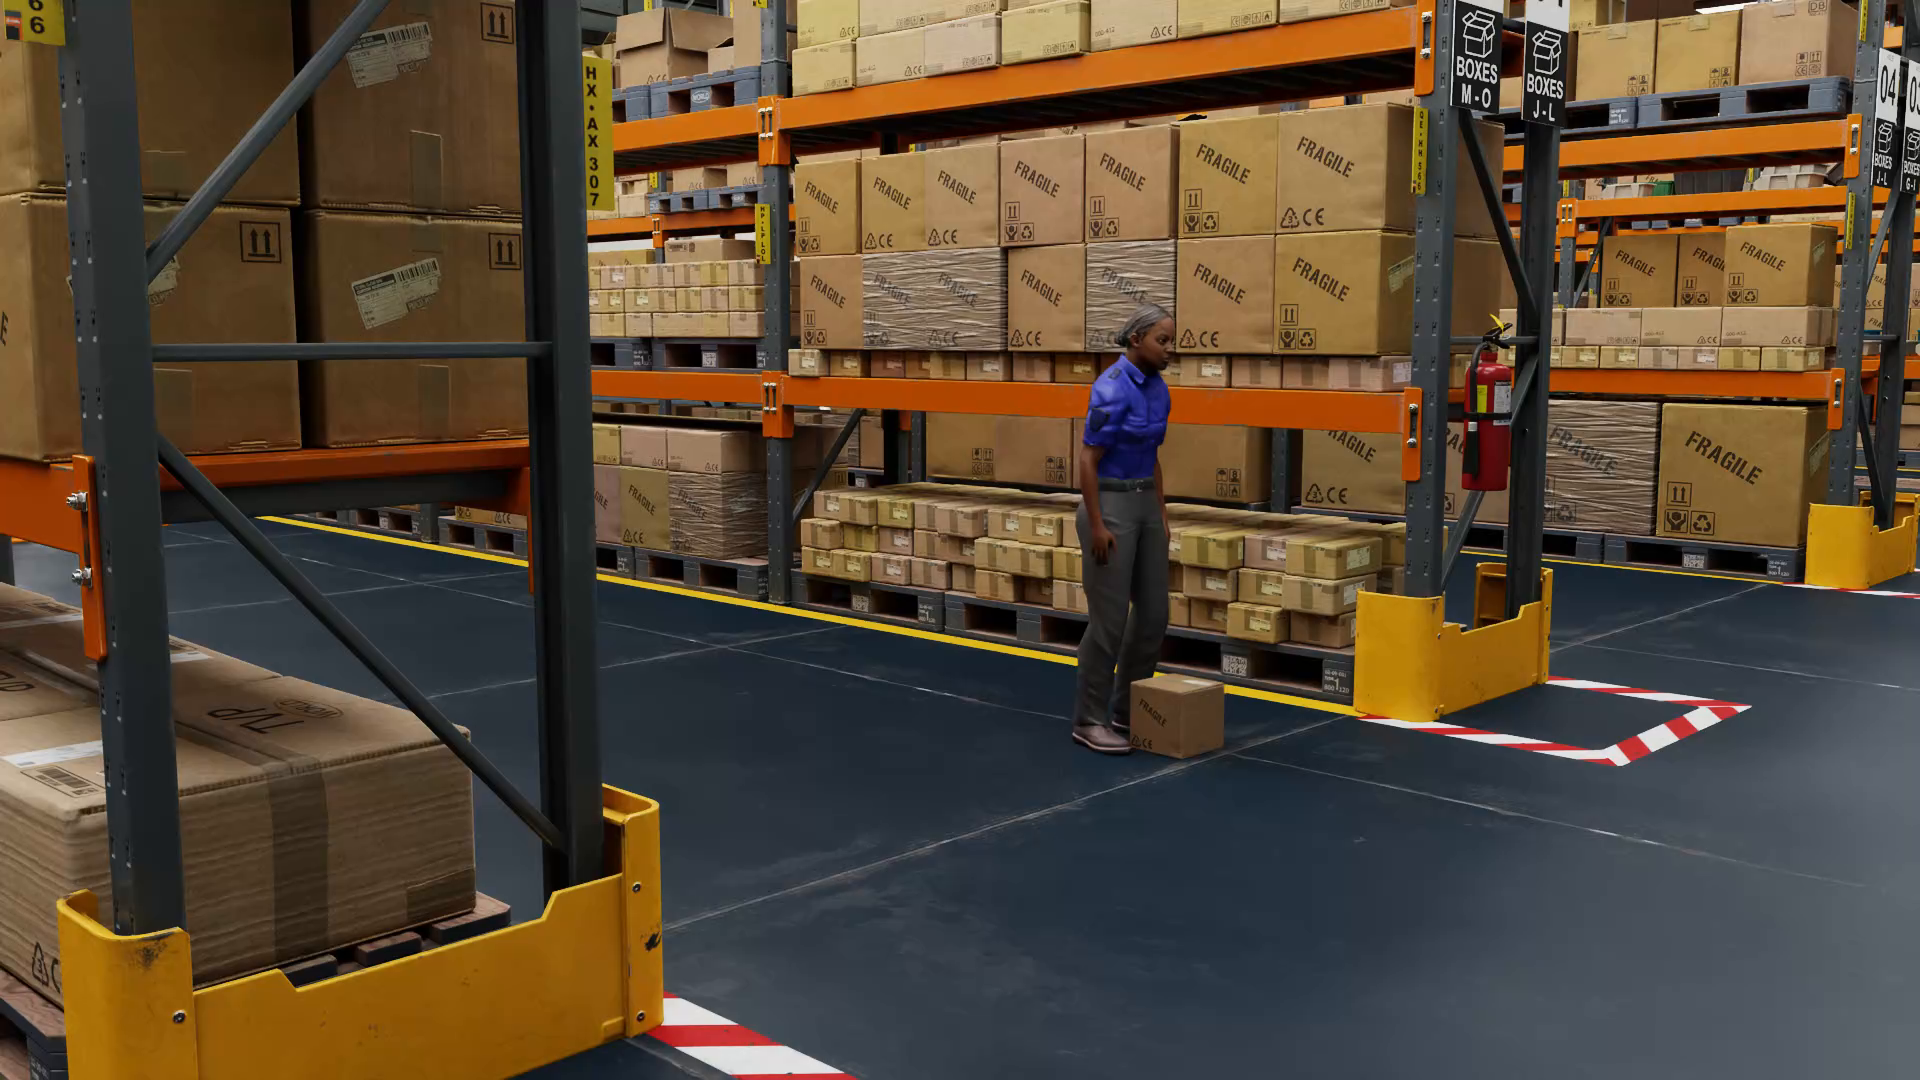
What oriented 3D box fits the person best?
[{"bbox_3d":[0.631,-0.061,6.274,0.348,1.653,0.521,6,9,40],"label":"person"}]
